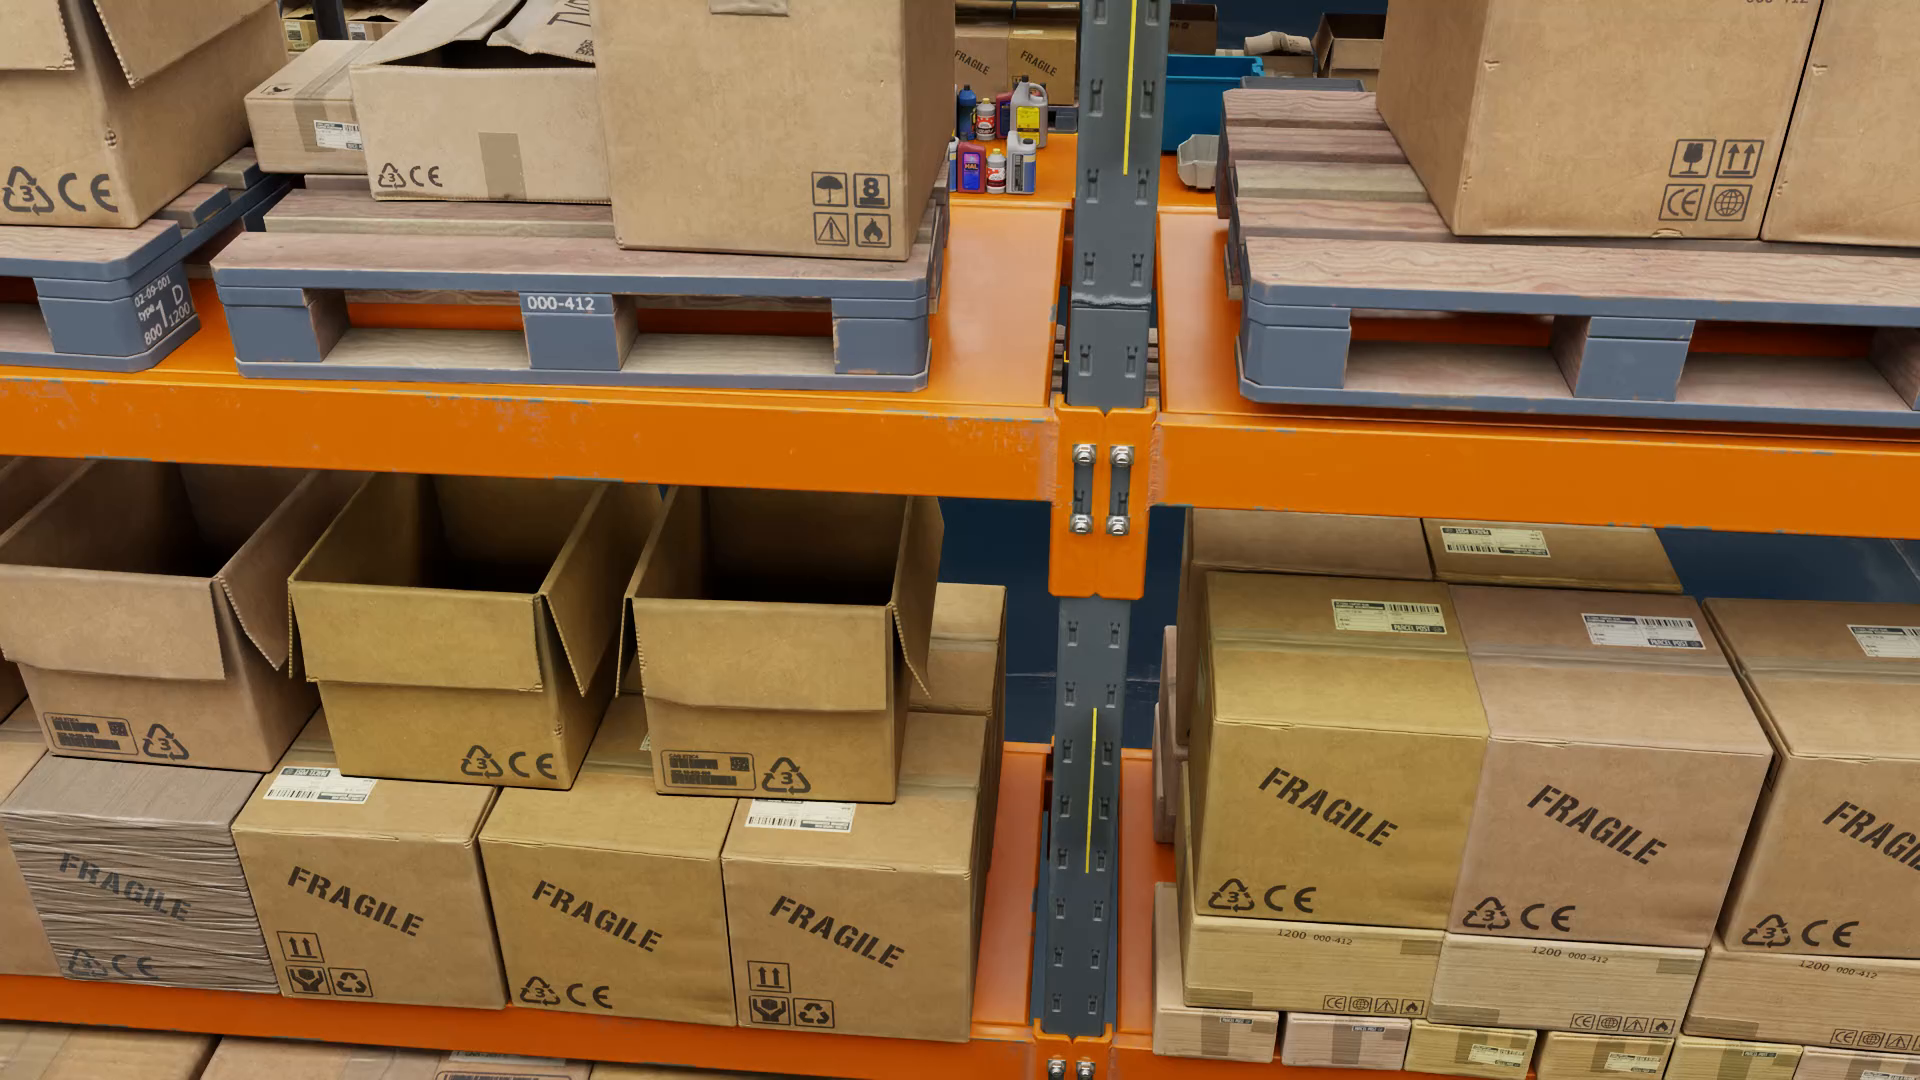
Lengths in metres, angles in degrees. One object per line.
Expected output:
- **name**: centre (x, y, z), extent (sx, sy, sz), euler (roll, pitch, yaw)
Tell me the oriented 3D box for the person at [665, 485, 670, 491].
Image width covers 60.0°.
- **person**: centre (-1.078, -0.416, 6.838), extent (0.450, 1.718, 0.351), euler (3, 32, 5)
